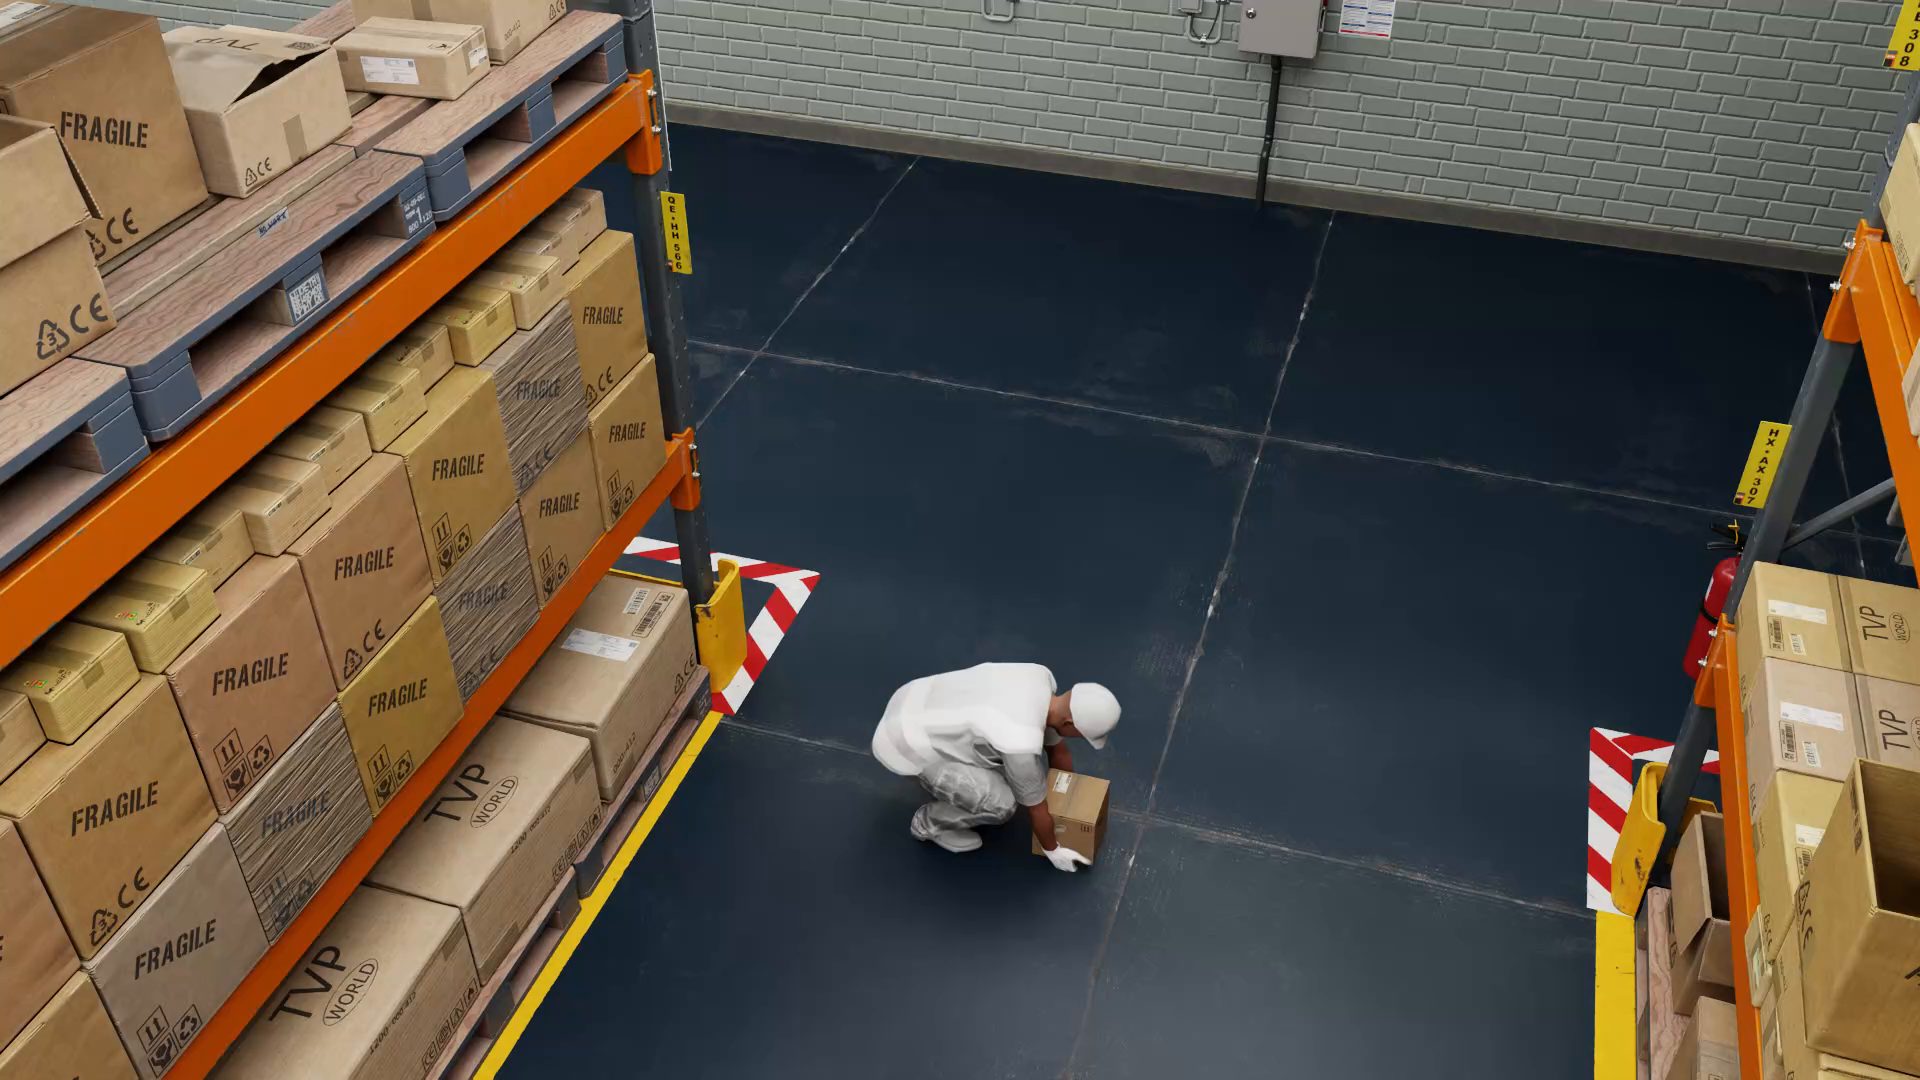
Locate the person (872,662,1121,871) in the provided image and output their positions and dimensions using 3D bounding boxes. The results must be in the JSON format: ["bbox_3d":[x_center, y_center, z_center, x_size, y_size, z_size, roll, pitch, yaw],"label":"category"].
[{"bbox_3d":[0.145,0.866,6.616,0.952,0.864,0.568,10,38,13],"label":"person"}]
